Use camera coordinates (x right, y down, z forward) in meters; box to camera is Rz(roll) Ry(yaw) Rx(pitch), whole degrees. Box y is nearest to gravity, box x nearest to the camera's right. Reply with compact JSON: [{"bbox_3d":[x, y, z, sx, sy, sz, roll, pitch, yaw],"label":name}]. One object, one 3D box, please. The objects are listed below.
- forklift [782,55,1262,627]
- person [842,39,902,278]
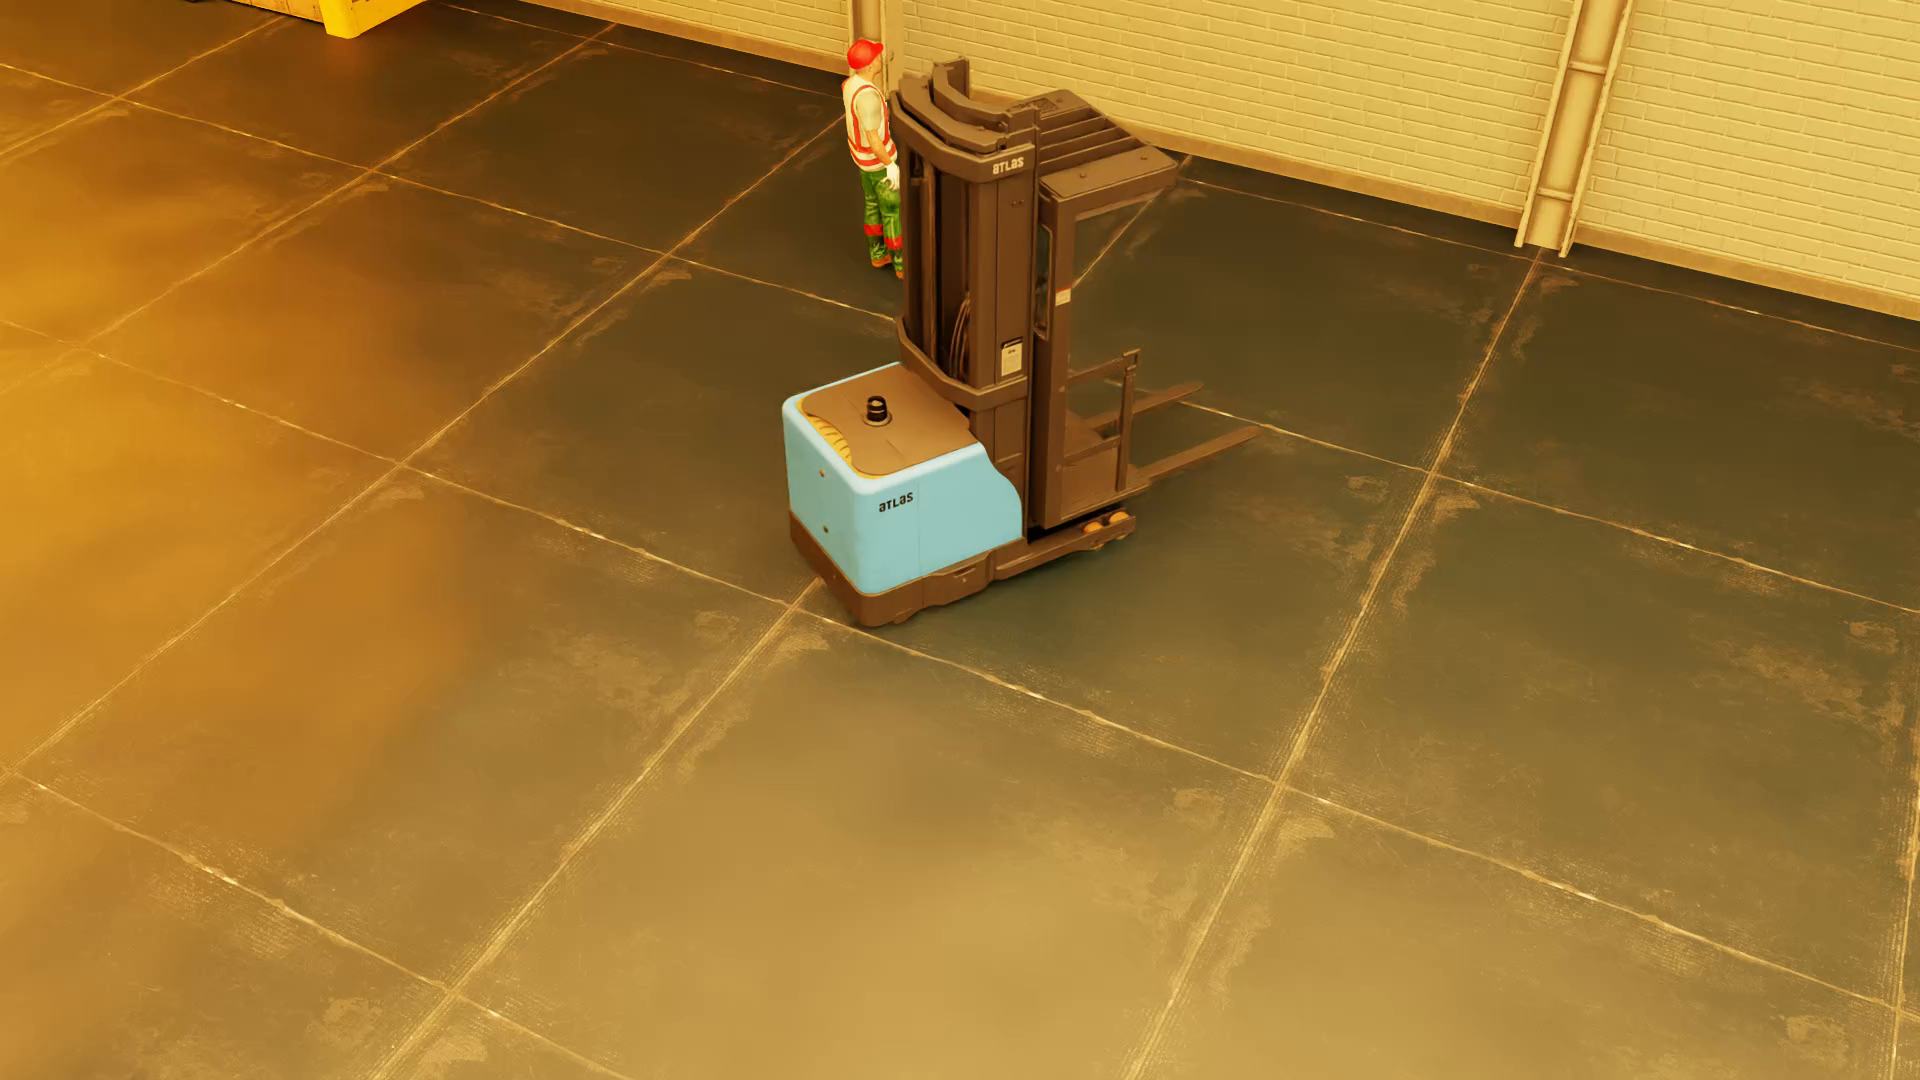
[{"bbox_3d":[0.487,-1.334,9.570,3.031,2.935,1.130,-21,45,-23],"label":"forklift"},{"bbox_3d":[-0.541,-2.807,12.198,0.566,1.782,0.638,-13,42,-15],"label":"person"}]
